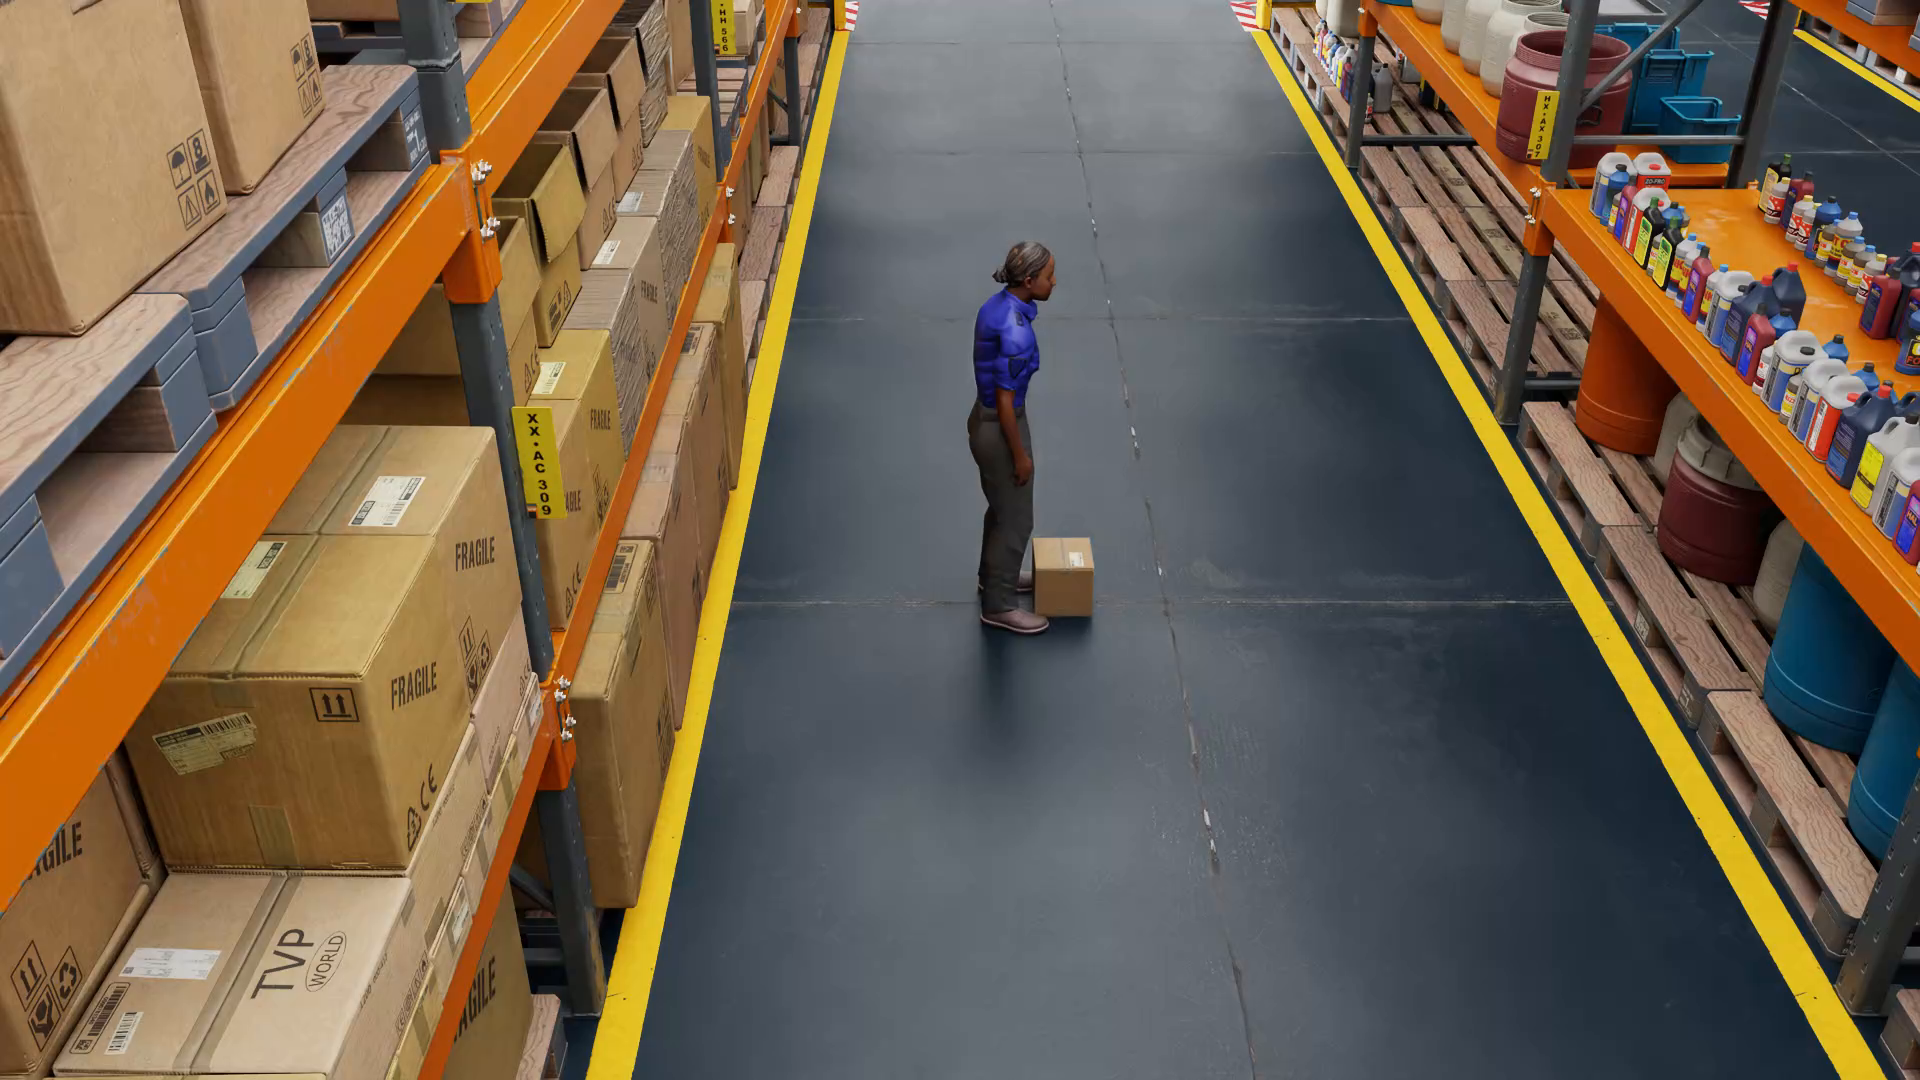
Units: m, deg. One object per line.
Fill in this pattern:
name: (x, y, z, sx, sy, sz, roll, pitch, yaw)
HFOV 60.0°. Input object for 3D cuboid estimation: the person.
person: (0.208, -0.434, 6.843, 0.351, 1.654, 0.531, -1, 32, -2)
